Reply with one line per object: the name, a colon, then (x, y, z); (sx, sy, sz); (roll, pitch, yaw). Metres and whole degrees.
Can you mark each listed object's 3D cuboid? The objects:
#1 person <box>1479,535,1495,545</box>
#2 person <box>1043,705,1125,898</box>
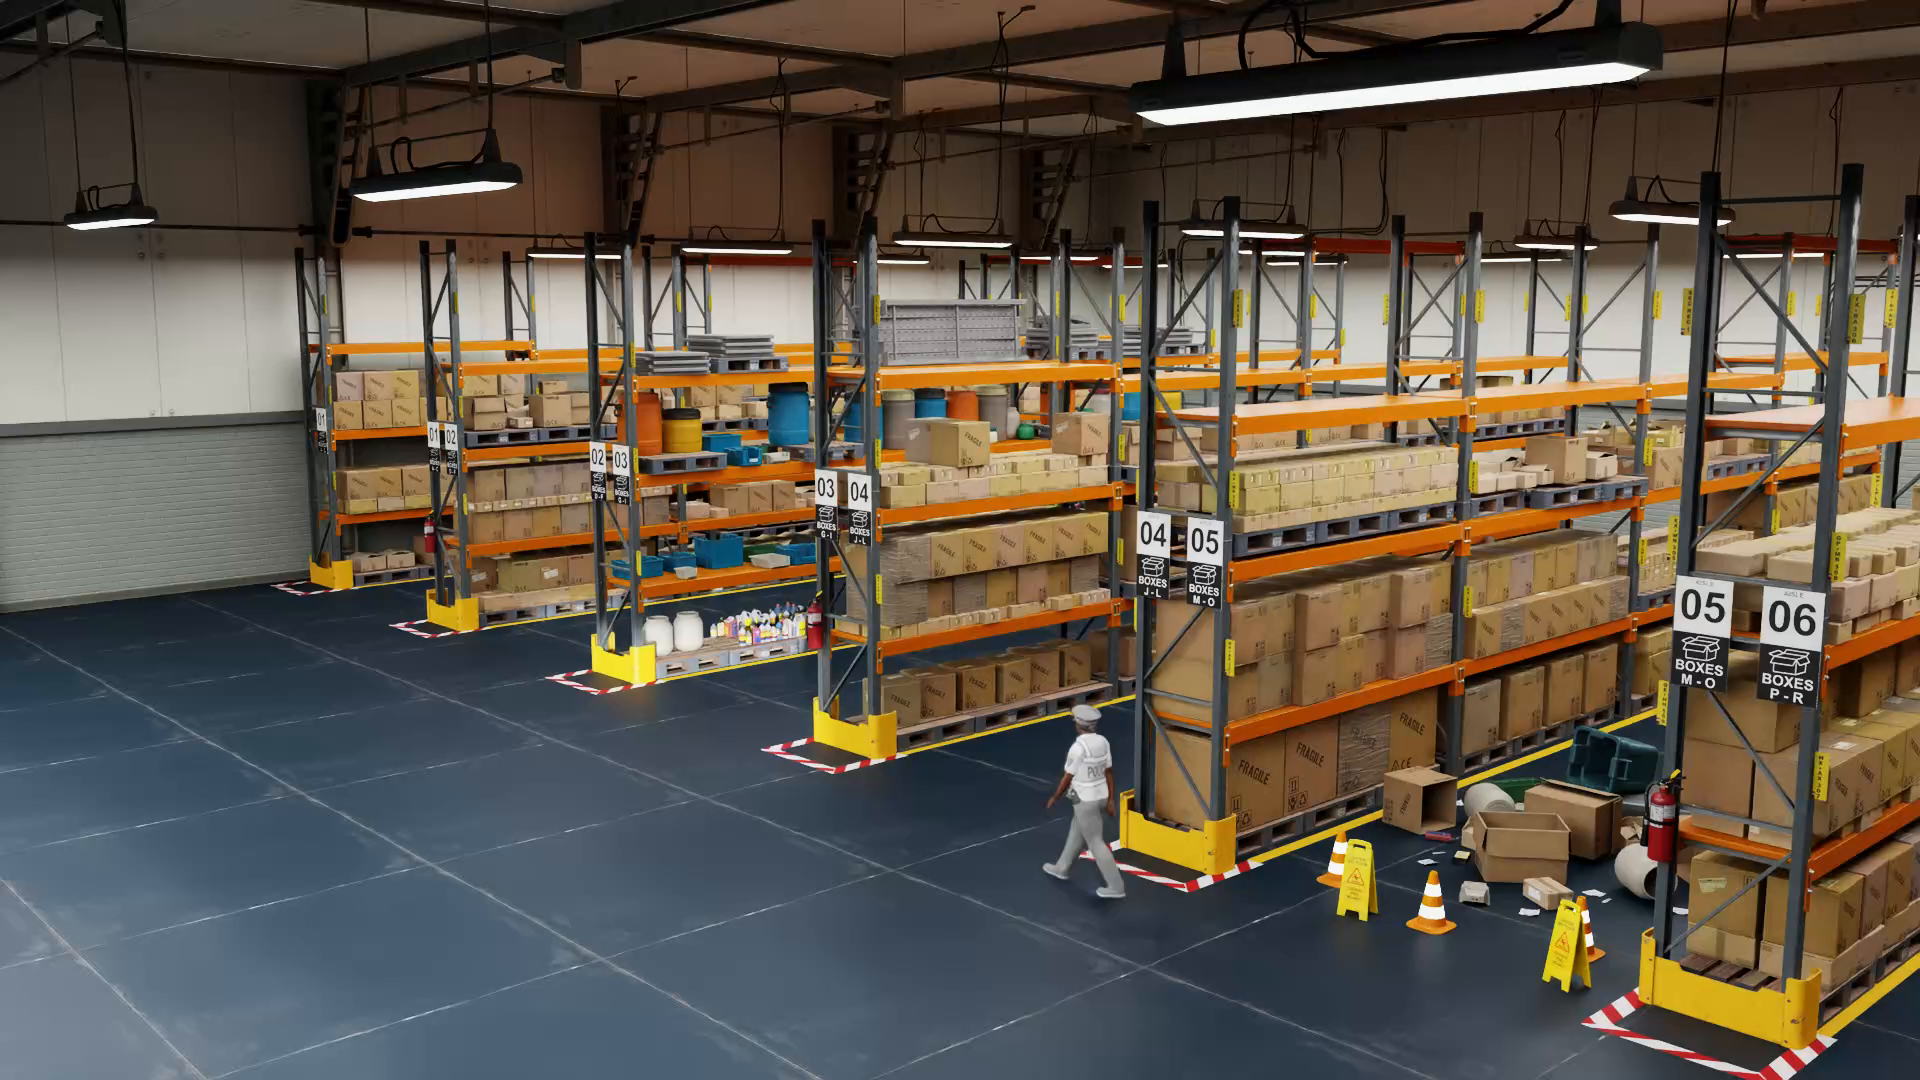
person: (7.855, 0.727, 24.893); (0.420, 1.606, 0.344); (-5, 10, -32)
person: (1.047, 2.241, 14.415); (0.958, 1.625, 0.444); (6, 10, 34)
